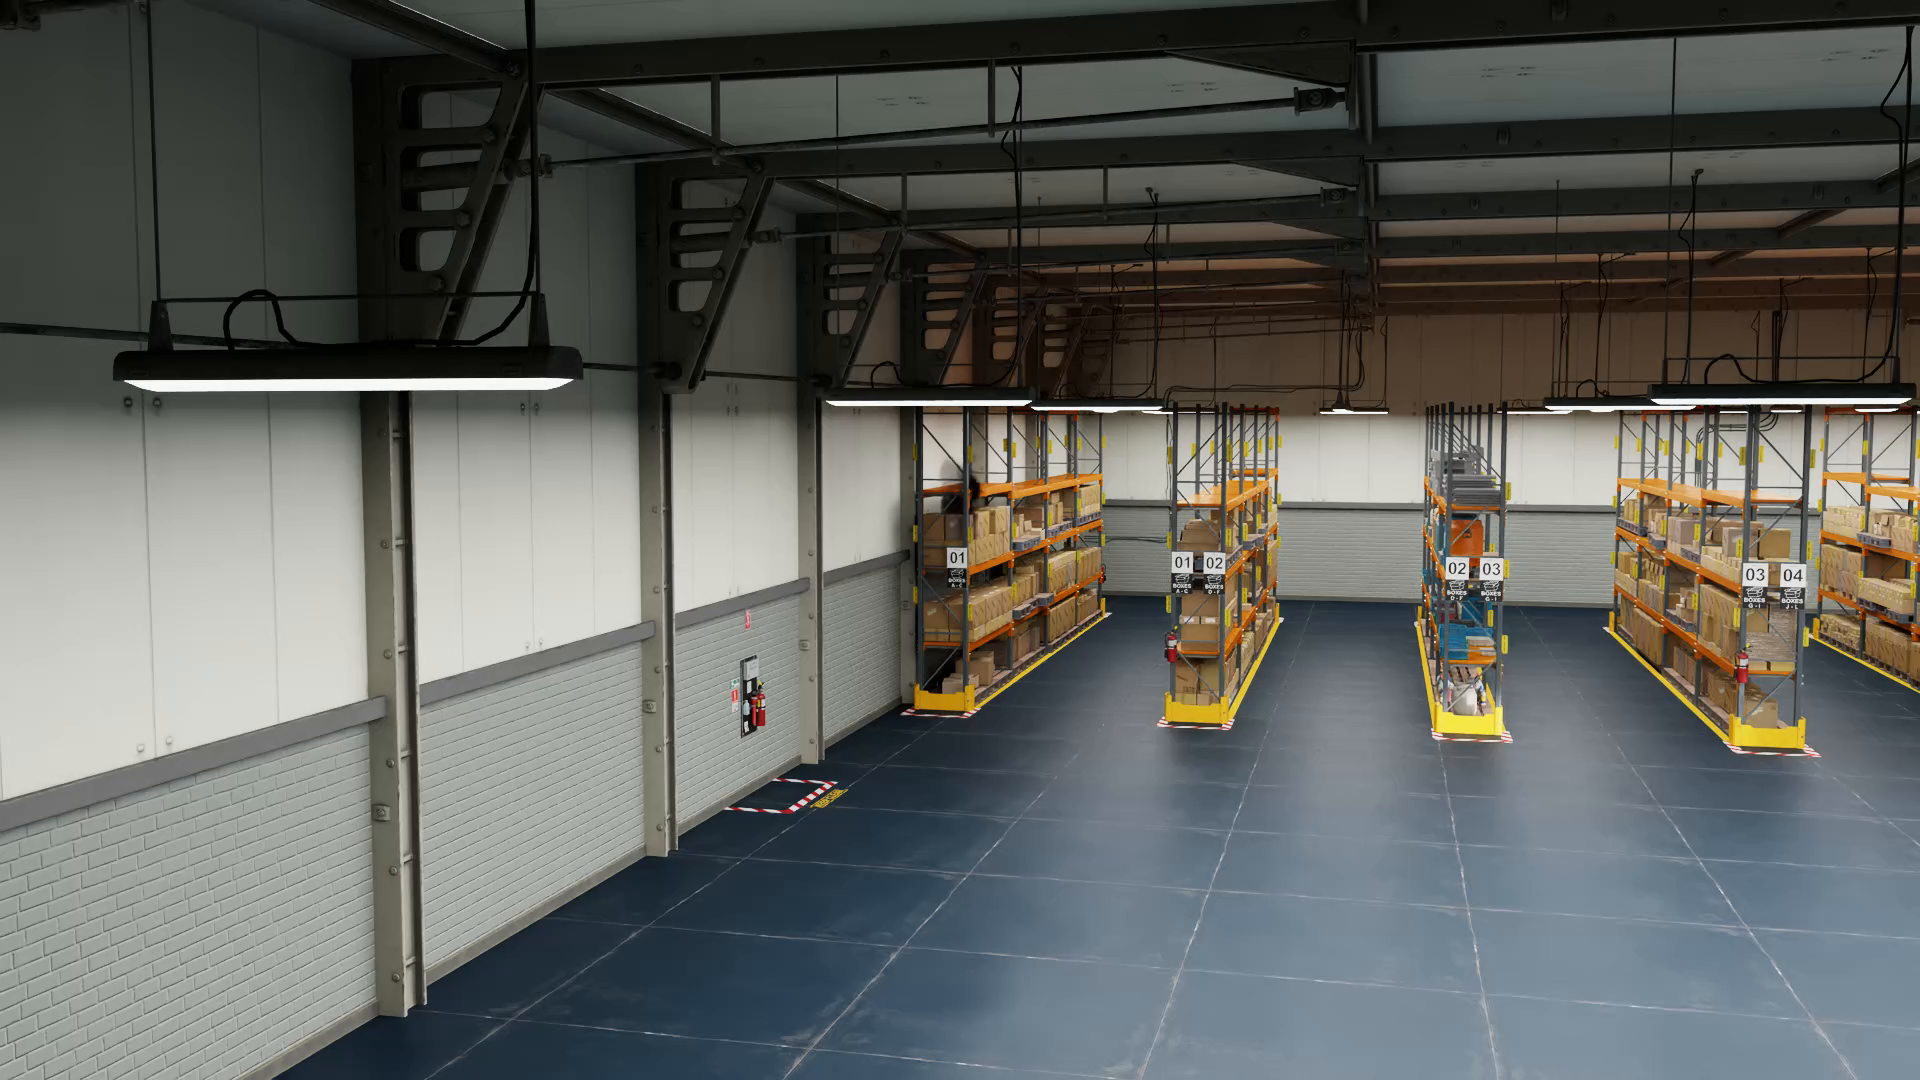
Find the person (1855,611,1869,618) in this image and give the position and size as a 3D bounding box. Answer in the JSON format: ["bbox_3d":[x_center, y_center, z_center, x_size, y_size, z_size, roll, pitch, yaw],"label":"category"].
[{"bbox_3d":[23.831,1.614,43.870,0.689,1.820,0.642,0,4,3],"label":"person"}]

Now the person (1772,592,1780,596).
[{"bbox_3d":[20.937,1.704,43.329,0.730,1.698,0.651,-3,5,-31],"label":"person"}]
